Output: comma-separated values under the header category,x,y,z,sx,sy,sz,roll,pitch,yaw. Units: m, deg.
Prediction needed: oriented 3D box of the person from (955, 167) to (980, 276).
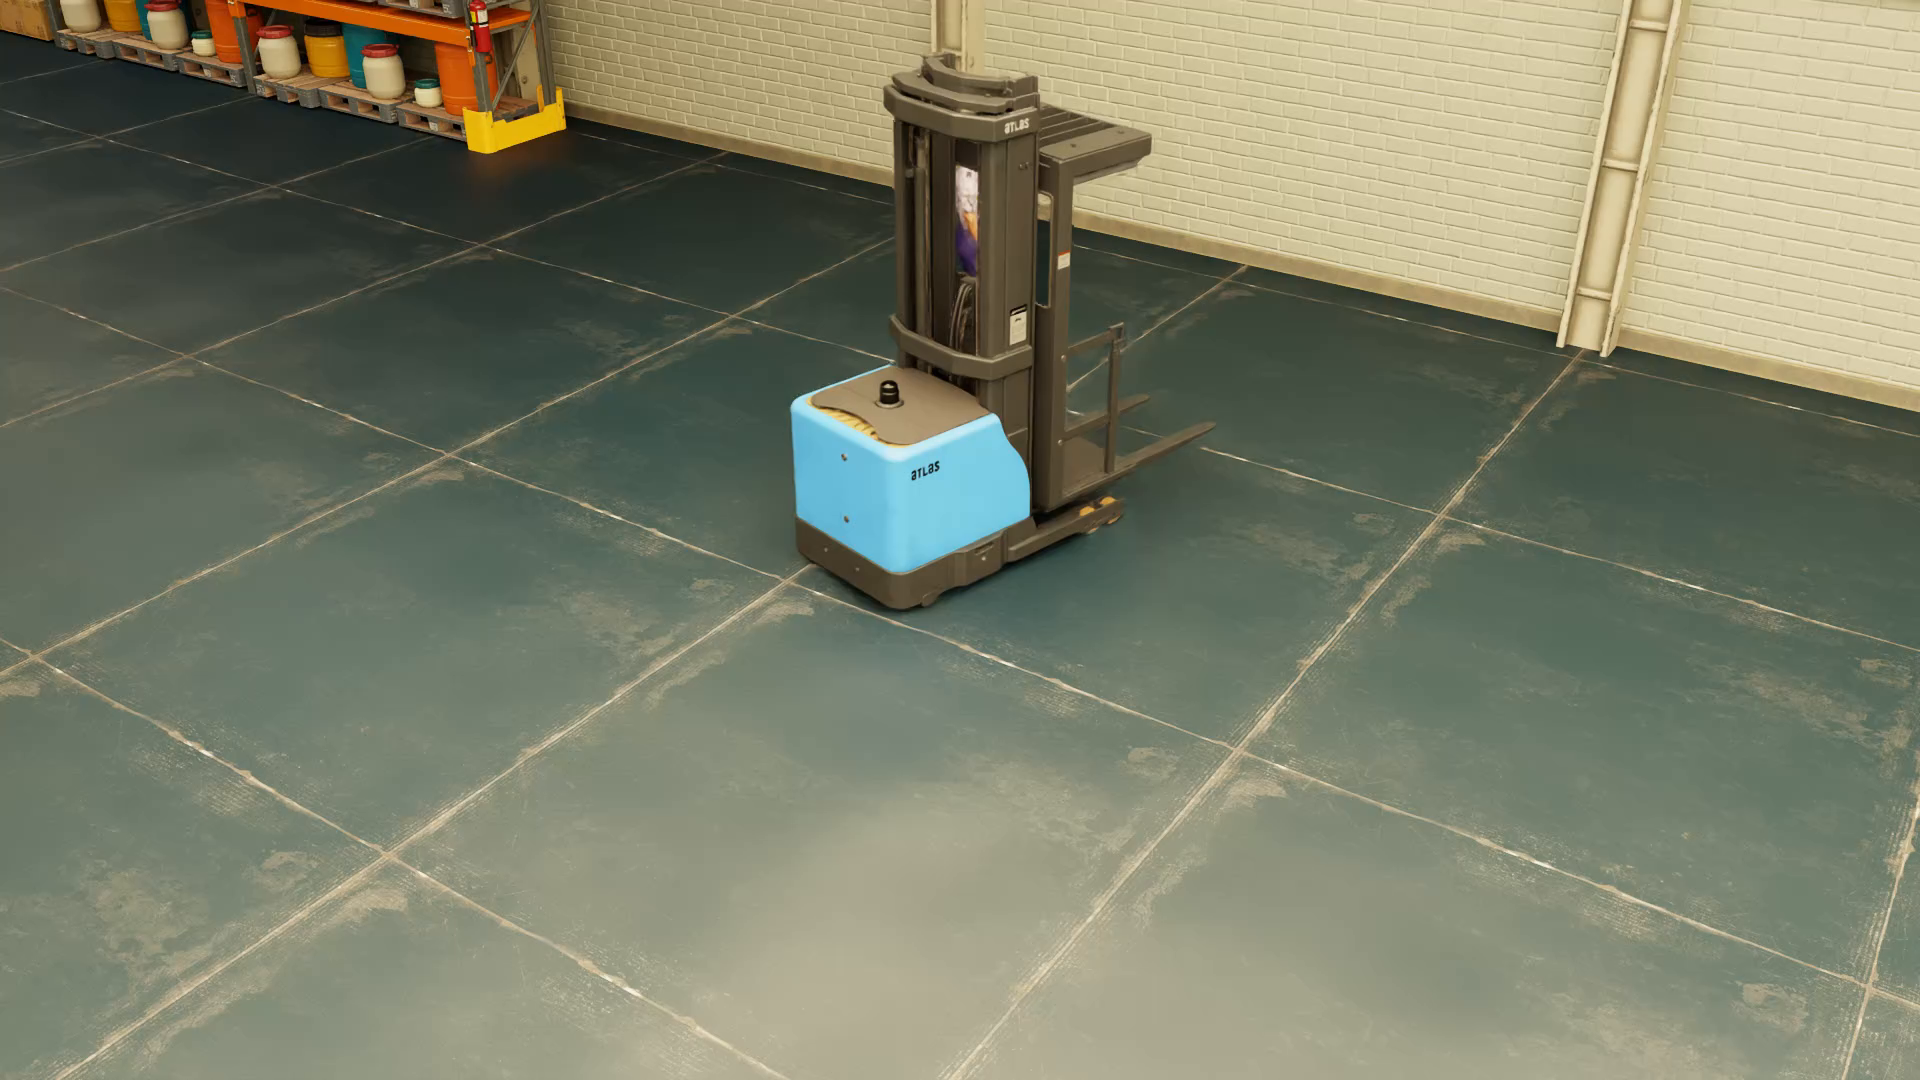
category,x,y,z,sx,sy,sz,roll,pitch,yaw
person,0.225,-2.267,12.750,0.503,1.651,0.596,-4,30,-6

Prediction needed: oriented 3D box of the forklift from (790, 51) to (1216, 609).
category,x,y,z,sx,sy,sz,roll,pitch,yaw
forklift,0.416,-1.485,10.139,3.031,2.935,1.130,-24,38,-35
